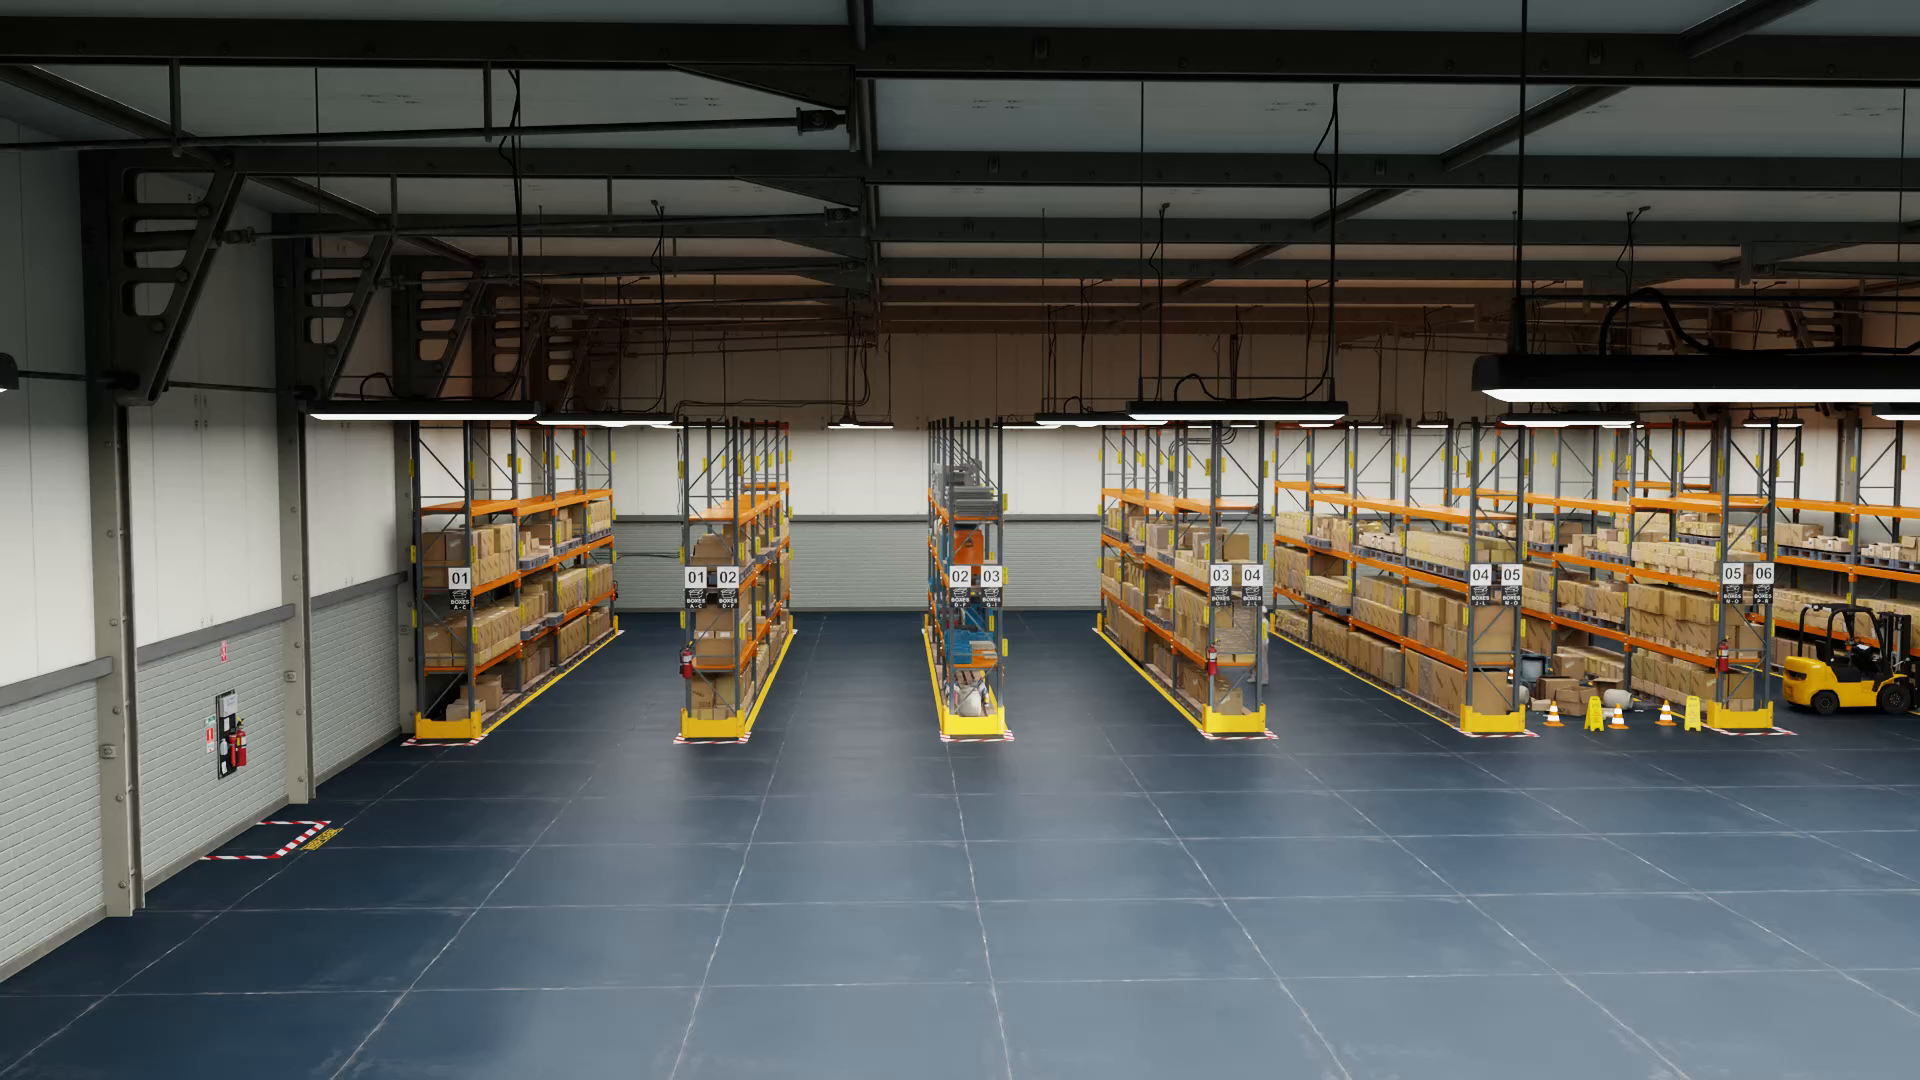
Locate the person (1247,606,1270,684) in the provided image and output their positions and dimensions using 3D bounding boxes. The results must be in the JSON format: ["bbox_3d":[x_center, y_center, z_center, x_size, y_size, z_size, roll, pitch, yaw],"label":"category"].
[{"bbox_3d":[6.789,2.368,37.792,0.468,1.766,0.592,-2,4,-23],"label":"person"}]

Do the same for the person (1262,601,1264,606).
[{"bbox_3d":[7.487,2.068,42.611,0.578,1.787,0.643,3,5,38],"label":"person"}]
